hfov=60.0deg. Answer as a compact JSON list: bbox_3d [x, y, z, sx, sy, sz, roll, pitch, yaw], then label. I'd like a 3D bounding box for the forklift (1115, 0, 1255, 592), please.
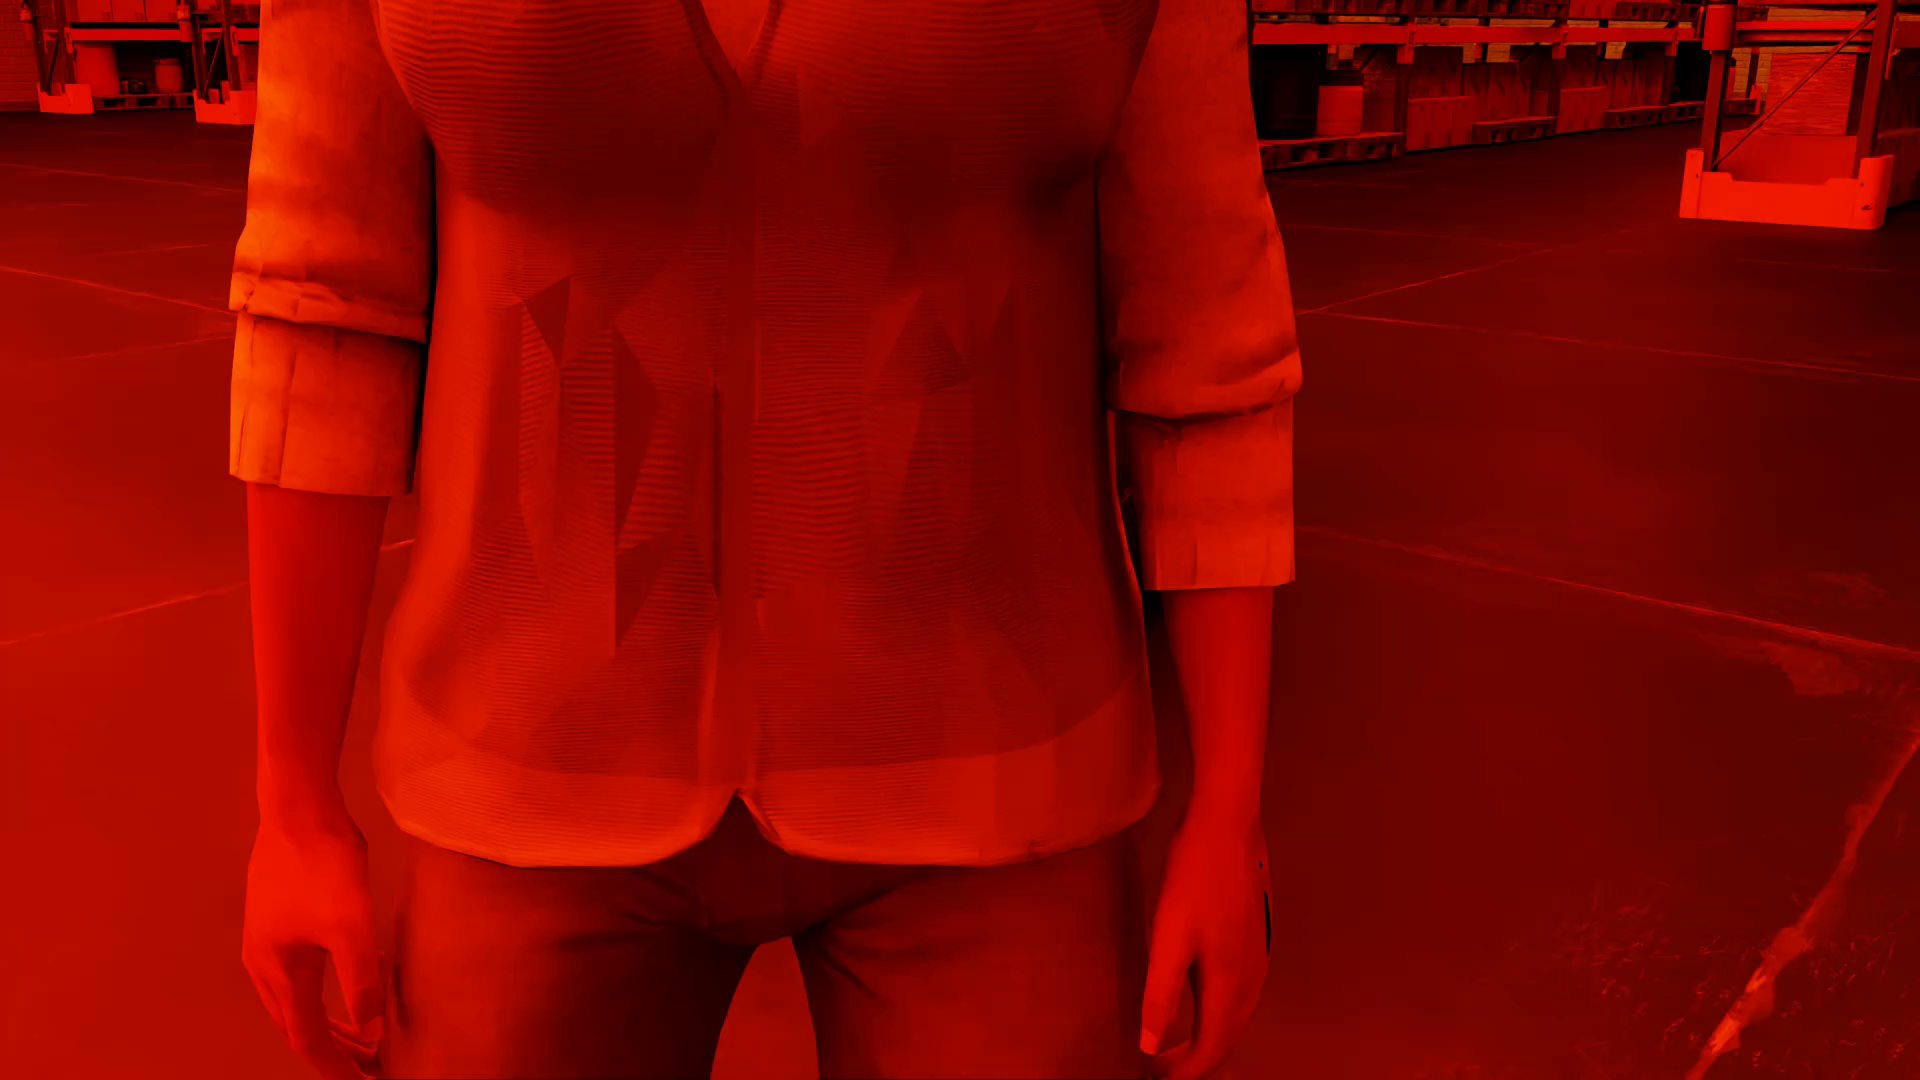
[{"bbox_3d":[0.182,-1.571,4.072,1.130,2.935,3.031,5,18,17],"label":"forklift"}]
